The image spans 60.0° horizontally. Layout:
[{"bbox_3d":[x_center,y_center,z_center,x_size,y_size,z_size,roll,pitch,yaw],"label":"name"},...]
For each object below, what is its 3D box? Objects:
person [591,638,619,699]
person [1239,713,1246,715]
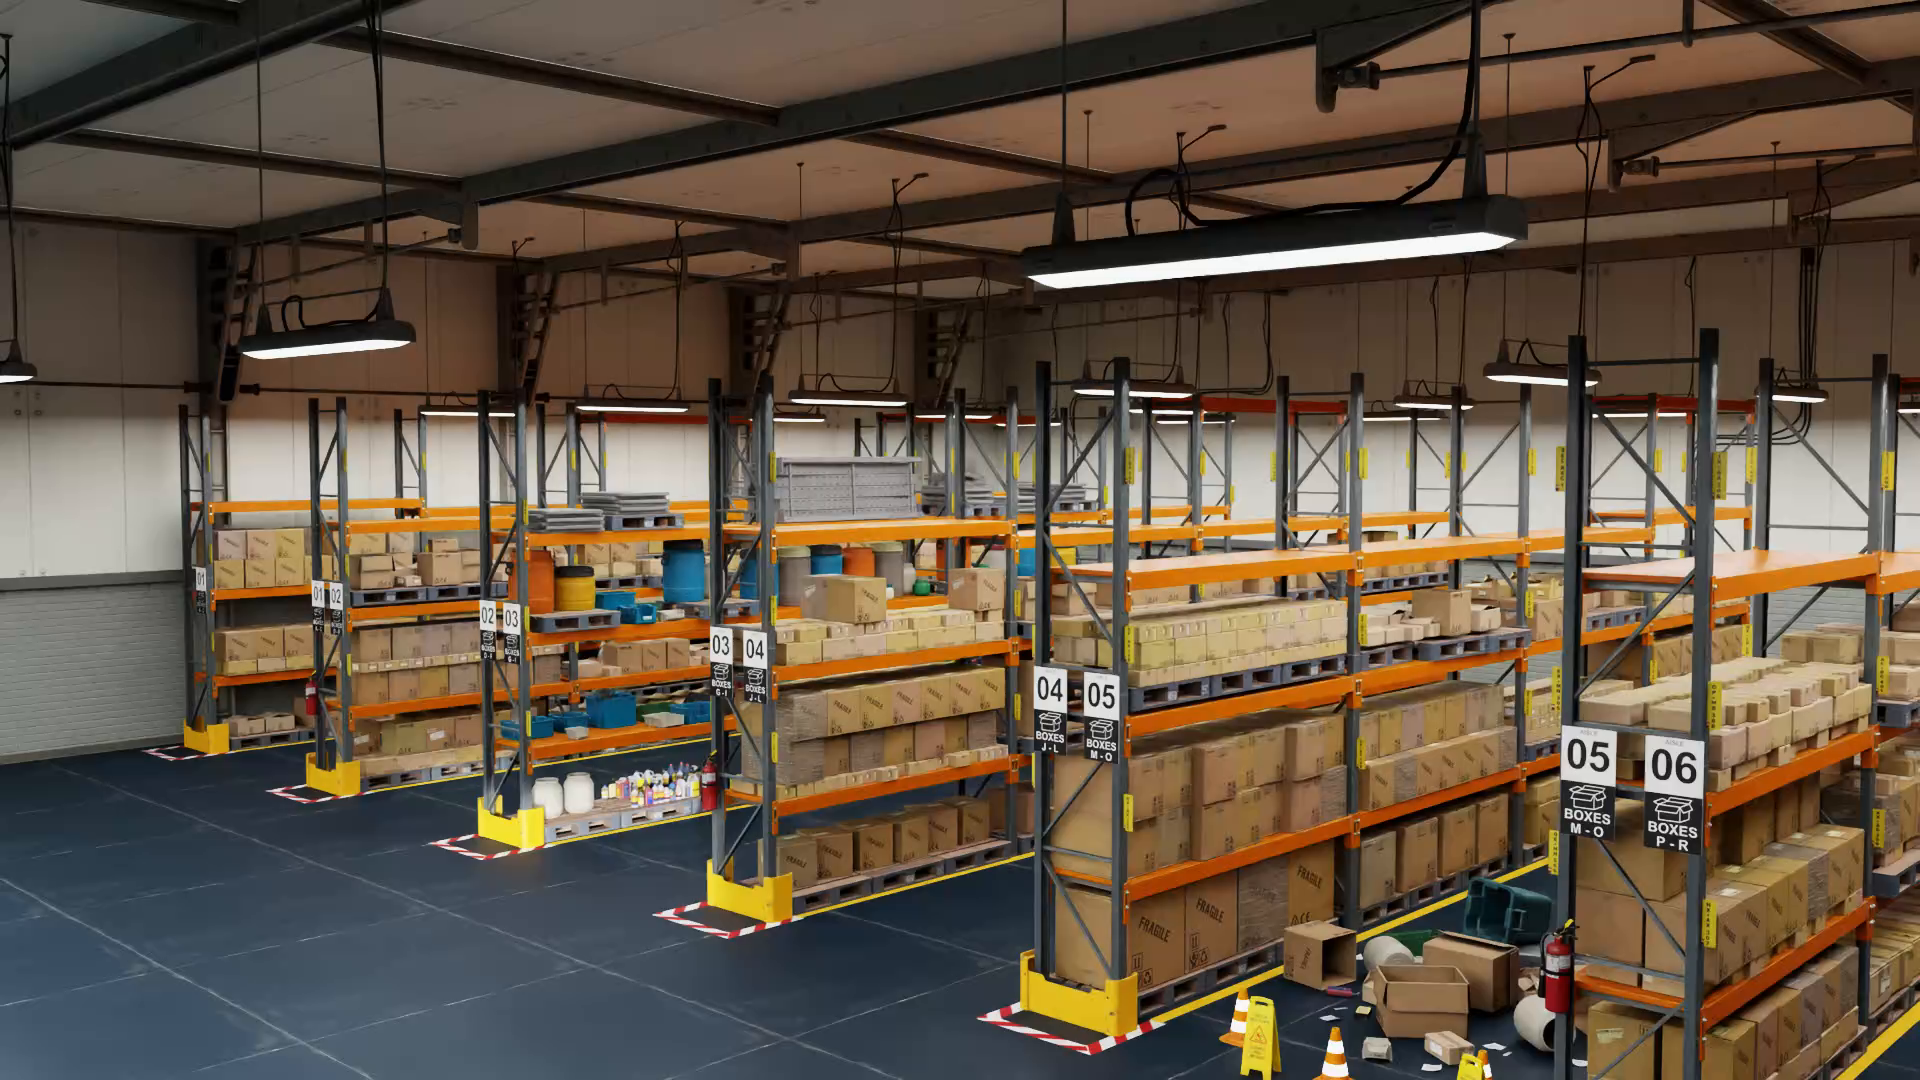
[{"bbox_3d":[-6.721,2.612,31.751,0.670,1.846,0.829,2,4,31],"label":"person"},{"bbox_3d":[3.924,3.085,22.778,0.723,1.787,0.969,3,4,42],"label":"person"}]
